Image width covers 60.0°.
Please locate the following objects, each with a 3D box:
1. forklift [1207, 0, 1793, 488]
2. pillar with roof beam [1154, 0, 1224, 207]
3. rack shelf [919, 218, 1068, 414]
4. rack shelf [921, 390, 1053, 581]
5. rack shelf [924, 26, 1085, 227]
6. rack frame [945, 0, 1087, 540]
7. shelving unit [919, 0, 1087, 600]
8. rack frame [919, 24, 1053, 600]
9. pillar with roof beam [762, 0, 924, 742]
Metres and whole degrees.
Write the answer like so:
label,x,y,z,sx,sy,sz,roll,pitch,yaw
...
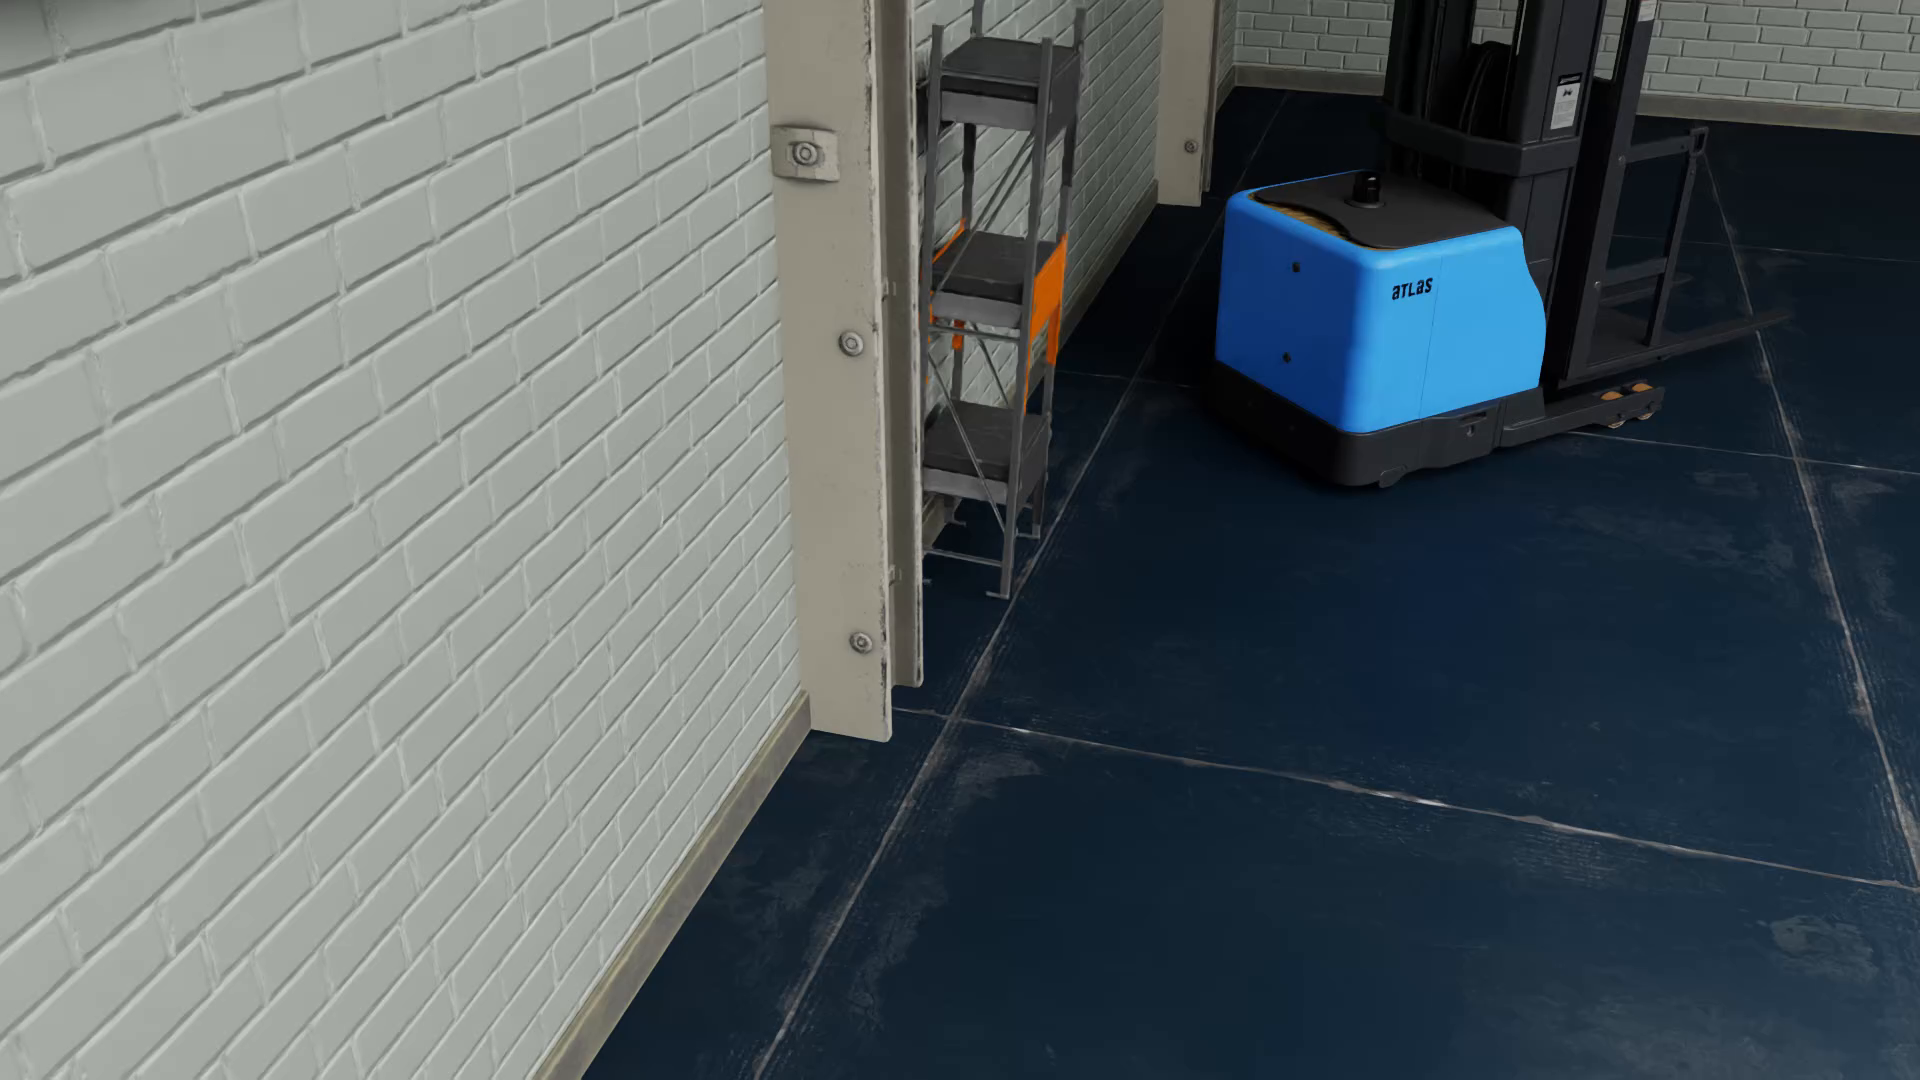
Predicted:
label,x,y,z,sx,sy,sz,roll,pitch,yaw
forklift,2.692,-2.005,7.340,3.031,2.935,1.130,-15,32,-25
pillar with roof beam,5.544,-5.546,7.463,9.100,9.000,0.400,8,30,15
rack shelf,0.117,-0.823,6.064,0.431,0.518,0.480,11,31,13
rack shelf,0.080,-0.217,6.412,0.431,0.518,0.480,11,31,13
rack shelf,0.153,-1.429,5.715,0.431,0.518,0.480,11,31,13
rack frame,0.186,-0.948,6.262,0.400,2.100,0.015,11,31,13
shelving unit,0.117,-0.835,6.057,0.431,2.100,0.503,11,31,13
rack frame,0.049,-0.721,5.852,0.400,2.100,0.015,11,31,13
pillar with roof beam,3.783,-2.758,2.450,9.100,9.000,0.400,8,30,15
